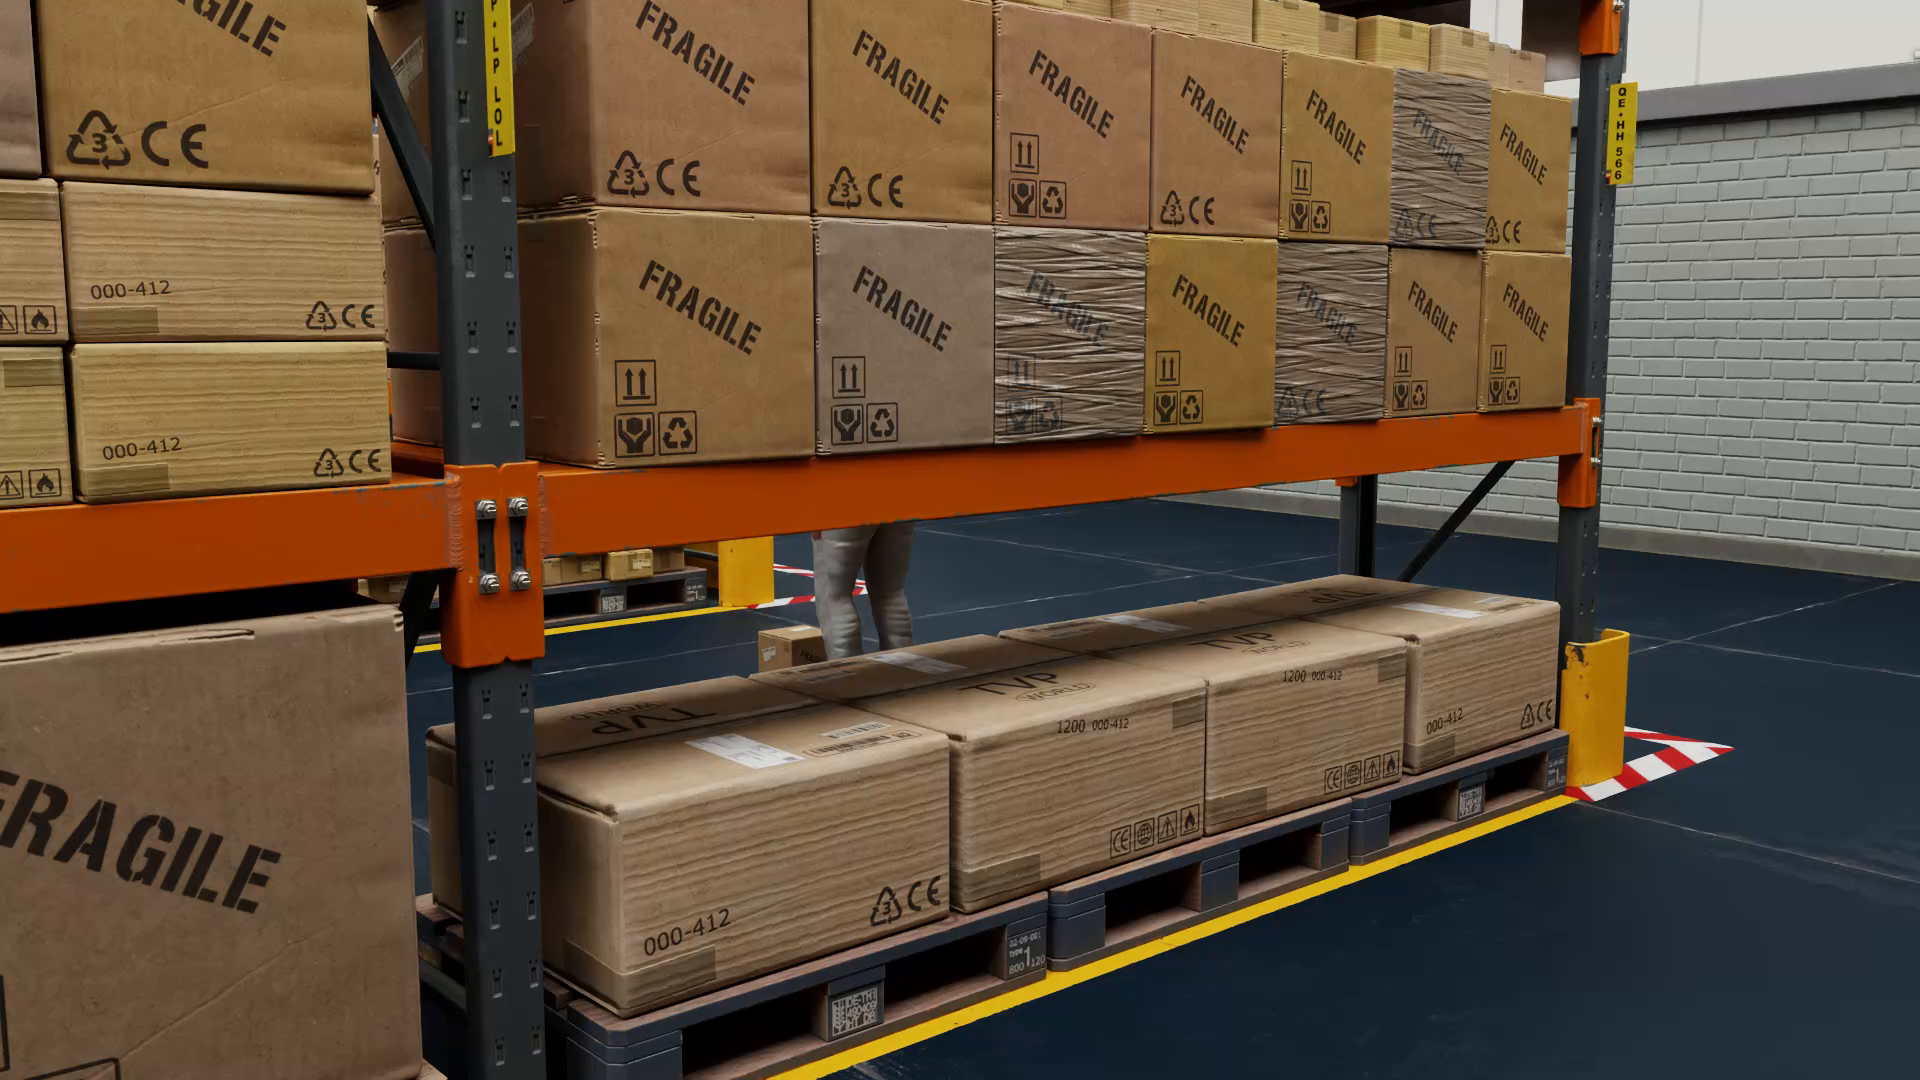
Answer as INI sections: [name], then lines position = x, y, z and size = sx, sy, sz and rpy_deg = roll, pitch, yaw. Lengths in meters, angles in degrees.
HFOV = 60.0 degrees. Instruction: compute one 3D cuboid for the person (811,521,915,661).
[person]
position = -0.410, -0.124, 6.754
size = 0.469, 1.659, 0.372
rpy_deg = -6, 10, -40
